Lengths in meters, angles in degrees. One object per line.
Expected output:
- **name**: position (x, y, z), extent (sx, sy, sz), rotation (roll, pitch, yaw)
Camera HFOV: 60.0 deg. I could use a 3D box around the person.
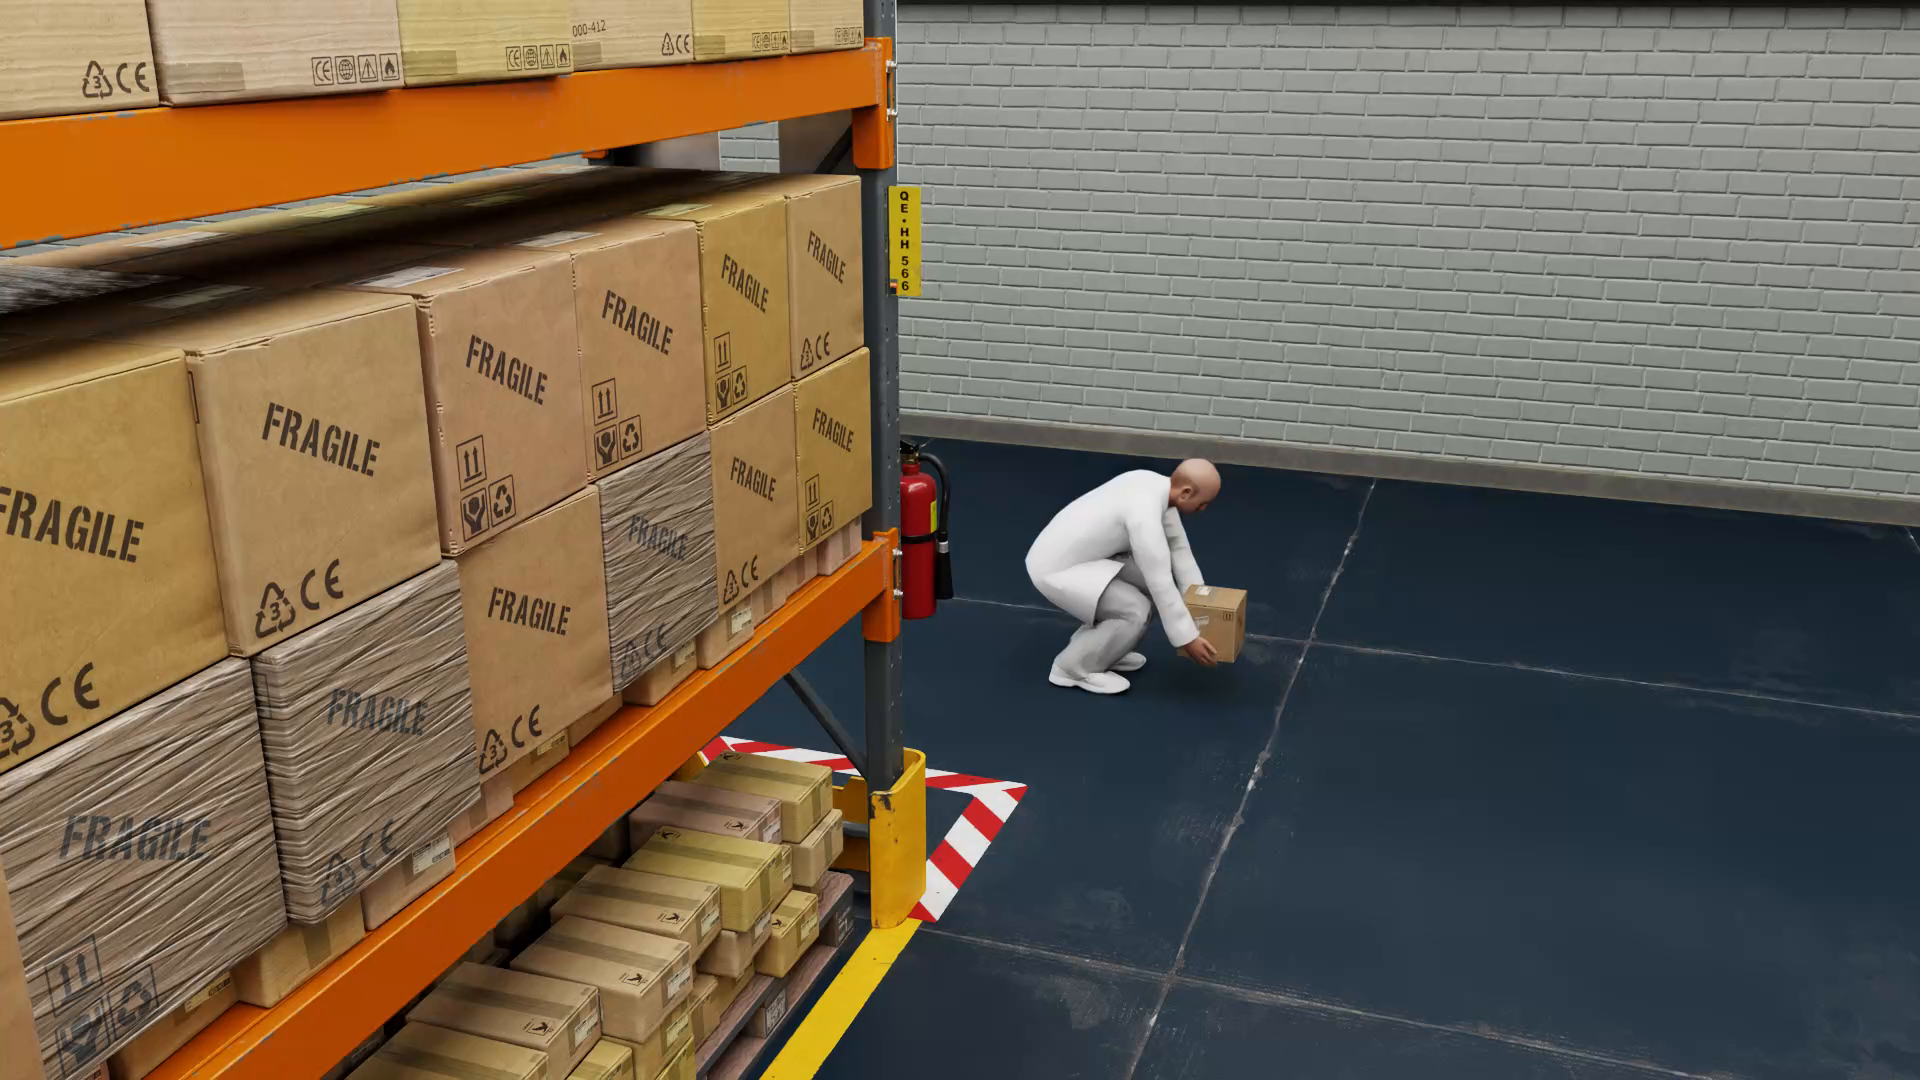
- **person**: position (0.741, 0.139, 7.356), extent (0.899, 1.029, 0.611), rotation (6, 19, 18)
